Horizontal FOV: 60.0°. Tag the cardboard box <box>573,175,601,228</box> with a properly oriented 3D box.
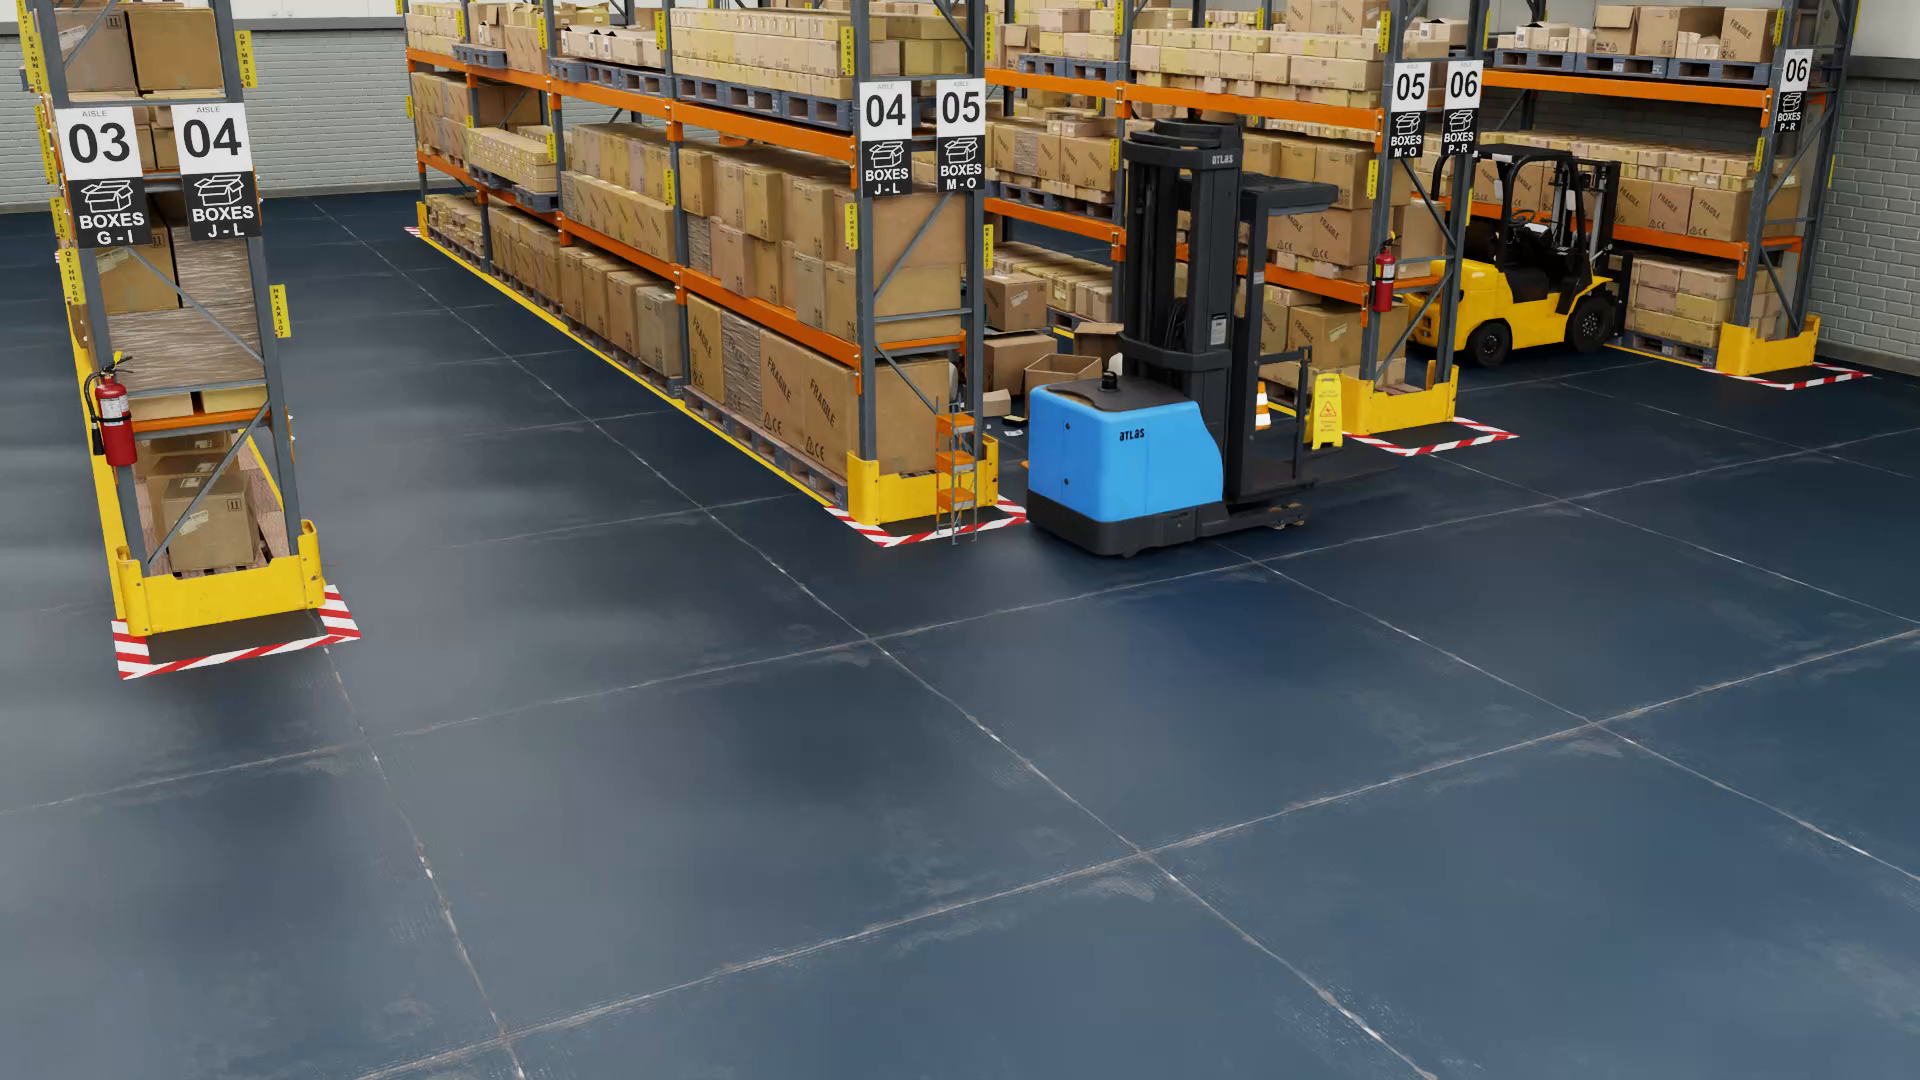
[{"bbox_3d":[-3.869,-3.692,18.078,0.500,0.500,0.500,-10,22,-27],"label":"cardboard box"}]

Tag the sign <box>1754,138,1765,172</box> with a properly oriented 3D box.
[{"bbox_3d":[7.901,-3.809,16.433,0.100,0.325,0.005,-10,21,-27],"label":"sign"}]

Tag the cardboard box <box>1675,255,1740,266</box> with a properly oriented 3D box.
[{"bbox_3d":[8.084,-2.911,18.008,0.500,0.250,0.500,-10,21,-27],"label":"cardboard box"}]

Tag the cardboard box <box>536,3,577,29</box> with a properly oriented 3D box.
[{"bbox_3d":[-4.509,-5.863,18.600,0.396,0.266,0.258,-10,21,-27],"label":"cardboard box"}]

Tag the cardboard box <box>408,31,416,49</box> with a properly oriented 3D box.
[{"bbox_3d":[-7.899,-7.436,24.713,0.500,0.250,0.500,-9,21,-25],"label":"cardboard box"}]

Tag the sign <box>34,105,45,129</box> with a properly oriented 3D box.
[{"bbox_3d":[-12.791,-5.880,23.125,0.100,0.325,0.005,-10,21,-27],"label":"sign"}]

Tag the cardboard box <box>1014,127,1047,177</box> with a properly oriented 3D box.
[{"bbox_3d":[0.973,-4.533,19.416,0.500,0.500,0.500,-11,22,-29],"label":"cardboard box"}]

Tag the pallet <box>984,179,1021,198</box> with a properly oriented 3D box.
[{"bbox_3d":[0.652,-4.477,20.803,1.213,0.211,1.003,-10,21,-27],"label":"pallet"}]

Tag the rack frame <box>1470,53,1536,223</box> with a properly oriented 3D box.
[{"bbox_3d":[6.486,-4.378,20.220,1.000,3.000,0.127,-10,21,-27],"label":"rack frame"}]

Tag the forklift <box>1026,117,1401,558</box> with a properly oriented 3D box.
[{"bbox_3d":[2.019,-1.597,12.265,3.031,2.935,1.130,-11,22,-29],"label":"forklift"}]

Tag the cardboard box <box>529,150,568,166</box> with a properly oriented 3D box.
[{"bbox_3d":[-4.724,-4.391,19.088,0.380,0.149,0.250,-11,22,-29],"label":"cardboard box"}]

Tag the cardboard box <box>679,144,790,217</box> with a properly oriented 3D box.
[{"bbox_3d":[-2.044,-3.282,15.160,0.875,0.550,0.550,-10,21,-27],"label":"cardboard box"}]

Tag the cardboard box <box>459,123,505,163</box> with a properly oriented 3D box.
[{"bbox_3d":[-6.466,-5.392,22.549,0.500,0.500,0.500,-10,21,-27],"label":"cardboard box"}]

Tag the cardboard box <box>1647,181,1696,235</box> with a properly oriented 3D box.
[{"bbox_3d":[7.683,-3.528,17.603,0.500,0.500,0.500,-9,21,-25],"label":"cardboard box"}]

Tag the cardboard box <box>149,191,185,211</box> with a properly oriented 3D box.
[{"bbox_3d":[-5.436,-2.216,11.812,0.500,0.500,0.500,-10,21,-27],"label":"cardboard box"}]

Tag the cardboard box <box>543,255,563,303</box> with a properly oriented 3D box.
[{"bbox_3d":[-4.631,-3.126,19.780,0.500,0.500,0.500,-10,21,-27],"label":"cardboard box"}]

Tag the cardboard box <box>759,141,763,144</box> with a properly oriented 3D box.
[{"bbox_3d":[-2.860,-6.487,26.179,0.500,0.500,0.500,-9,21,-25],"label":"cardboard box"}]

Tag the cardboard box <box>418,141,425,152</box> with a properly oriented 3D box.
[{"bbox_3d":[-8.022,-5.994,25.290,0.380,0.149,0.250,-10,21,-27],"label":"cardboard box"}]

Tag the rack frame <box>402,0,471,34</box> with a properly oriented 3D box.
[{"bbox_3d":[-7.887,-9.093,24.687,1.000,3.000,0.127,-10,21,-27],"label":"rack frame"}]

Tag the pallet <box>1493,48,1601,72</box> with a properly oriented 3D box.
[{"bbox_3d":[6.914,-5.513,19.047,1.003,0.211,1.213,-10,21,-27],"label":"pallet"}]

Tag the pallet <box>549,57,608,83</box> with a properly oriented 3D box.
[{"bbox_3d":[-3.736,-5.113,18.040,1.213,0.211,1.003,-9,21,-24],"label":"pallet"}]

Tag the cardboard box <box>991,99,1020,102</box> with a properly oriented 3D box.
[{"bbox_3d":[0.766,-7.720,29.681,0.500,0.250,0.500,-10,21,-26],"label":"cardboard box"}]

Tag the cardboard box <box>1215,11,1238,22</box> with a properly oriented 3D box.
[{"bbox_3d":[3.877,-7.495,23.818,0.380,0.149,0.250,-10,22,-28],"label":"cardboard box"}]

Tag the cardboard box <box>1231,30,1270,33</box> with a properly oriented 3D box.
[{"bbox_3d":[2.937,-5.021,16.649,0.380,0.149,0.250,-9,21,-25],"label":"cardboard box"}]

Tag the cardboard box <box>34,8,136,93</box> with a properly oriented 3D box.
[{"bbox_3d":[-5.661,-3.173,10.753,0.500,0.500,0.500,-10,21,-27],"label":"cardboard box"}]

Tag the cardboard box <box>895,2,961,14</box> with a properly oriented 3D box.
[{"bbox_3d":[-0.417,-6.675,21.481,0.700,0.500,0.500,-11,22,-29],"label":"cardboard box"}]

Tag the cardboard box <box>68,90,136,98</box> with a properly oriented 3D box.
[{"bbox_3d":[-5.504,-2.805,10.681,0.380,0.149,0.250,-10,21,-26],"label":"cardboard box"}]

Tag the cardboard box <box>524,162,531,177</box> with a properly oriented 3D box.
[{"bbox_3d":[-4.852,-4.329,19.362,0.380,0.149,0.250,-9,21,-25],"label":"cardboard box"}]

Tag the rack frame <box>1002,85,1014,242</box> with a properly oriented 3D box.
[{"bbox_3d":[0.220,-4.756,21.316,1.000,3.000,0.127,-10,21,-27],"label":"rack frame"}]

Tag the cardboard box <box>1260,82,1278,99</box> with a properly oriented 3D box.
[{"bbox_3d":[3.020,-4.190,15.462,0.380,0.149,0.250,-11,22,-28],"label":"cardboard box"}]

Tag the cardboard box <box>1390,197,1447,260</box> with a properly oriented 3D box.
[{"bbox_3d":[4.038,-2.826,15.115,0.500,0.500,0.500,-10,22,-27],"label":"cardboard box"}]

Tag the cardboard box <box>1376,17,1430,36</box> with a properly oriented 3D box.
[{"bbox_3d":[5.564,-6.390,20.792,0.500,0.311,0.500,-11,22,-28],"label":"cardboard box"}]

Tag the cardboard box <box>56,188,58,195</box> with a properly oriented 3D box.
[{"bbox_3d":[-10.957,-4.362,20.558,0.380,0.149,0.250,-10,21,-26],"label":"cardboard box"}]

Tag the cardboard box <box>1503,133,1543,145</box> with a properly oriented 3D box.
[{"bbox_3d":[6.596,-4.677,19.482,0.380,0.149,0.250,-10,21,-26],"label":"cardboard box"}]

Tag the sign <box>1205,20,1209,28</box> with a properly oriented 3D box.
[{"bbox_3d":[2.593,-5.357,17.665,0.100,0.325,0.005,-10,21,-27],"label":"sign"}]

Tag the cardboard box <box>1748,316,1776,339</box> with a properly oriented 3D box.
[{"bbox_3d":[8.324,-2.300,17.769,0.500,0.250,0.500,-10,21,-26],"label":"cardboard box"}]

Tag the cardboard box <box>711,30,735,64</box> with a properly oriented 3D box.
[{"bbox_3d":[-1.722,-4.073,13.713,0.500,0.250,0.500,-10,22,-27],"label":"cardboard box"}]

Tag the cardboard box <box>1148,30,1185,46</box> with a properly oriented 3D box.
[{"bbox_3d":[2.131,-5.073,16.799,0.380,0.149,0.250,-9,21,-25],"label":"cardboard box"}]

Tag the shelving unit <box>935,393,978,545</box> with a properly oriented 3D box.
[{"bbox_3d":[-0.025,-0.512,12.004,0.215,1.050,0.252,-10,21,-27],"label":"shelving unit"}]

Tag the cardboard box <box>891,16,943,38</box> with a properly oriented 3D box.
[{"bbox_3d":[-0.286,-3.803,12.321,0.380,0.149,0.250,-10,21,-26],"label":"cardboard box"}]

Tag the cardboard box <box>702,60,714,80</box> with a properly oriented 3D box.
[{"bbox_3d":[-1.954,-3.982,14.063,0.380,0.149,0.250,-10,22,-28],"label":"cardboard box"}]

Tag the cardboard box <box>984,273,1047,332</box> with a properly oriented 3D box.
[{"bbox_3d":[0.567,-2.500,17.449,0.500,0.500,0.500,-10,21,-27],"label":"cardboard box"}]

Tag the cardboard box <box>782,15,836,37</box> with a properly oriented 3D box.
[{"bbox_3d":[-1.111,-3.850,12.456,0.380,0.149,0.250,-10,21,-26],"label":"cardboard box"}]

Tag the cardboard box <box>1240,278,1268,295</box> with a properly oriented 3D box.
[{"bbox_3d":[2.935,-2.453,16.068,0.380,0.149,0.250,-9,21,-24],"label":"cardboard box"}]

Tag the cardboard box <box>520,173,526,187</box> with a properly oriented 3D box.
[{"bbox_3d":[-4.966,-4.256,19.608,0.380,0.149,0.250,-10,21,-26],"label":"cardboard box"}]

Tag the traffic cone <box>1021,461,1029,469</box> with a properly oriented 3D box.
[{"bbox_3d":[0.708,-0.837,13.848,0.336,0.463,0.334,-10,21,-27],"label":"traffic cone"}]

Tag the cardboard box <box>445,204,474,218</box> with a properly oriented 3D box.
[{"bbox_3d":[-7.295,-4.811,24.291,0.380,0.149,0.250,-10,21,-26],"label":"cardboard box"}]

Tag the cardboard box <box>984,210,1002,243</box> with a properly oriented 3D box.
[{"bbox_3d":[-0.035,-4.161,22.206,0.875,0.875,0.875,-10,22,-27],"label":"cardboard box"}]

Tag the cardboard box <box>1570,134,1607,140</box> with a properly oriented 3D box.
[{"bbox_3d":[7.298,-4.613,19.298,0.380,0.149,0.250,-10,22,-28],"label":"cardboard box"}]

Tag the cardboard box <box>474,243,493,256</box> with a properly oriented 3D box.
[{"bbox_3d":[-6.474,-4.019,22.908,0.380,0.149,0.250,-10,21,-26],"label":"cardboard box"}]

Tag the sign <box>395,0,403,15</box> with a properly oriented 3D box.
[{"bbox_3d":[-8.365,-8.004,24.790,0.100,0.325,0.005,-10,21,-27],"label":"sign"}]

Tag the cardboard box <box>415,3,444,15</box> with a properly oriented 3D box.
[{"bbox_3d":[-7.649,-7.666,24.001,0.380,0.149,0.250,-10,21,-26],"label":"cardboard box"}]

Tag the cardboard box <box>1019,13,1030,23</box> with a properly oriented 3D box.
[{"bbox_3d":[1.250,-8.849,28.353,0.500,0.250,0.500,-11,22,-28],"label":"cardboard box"}]
